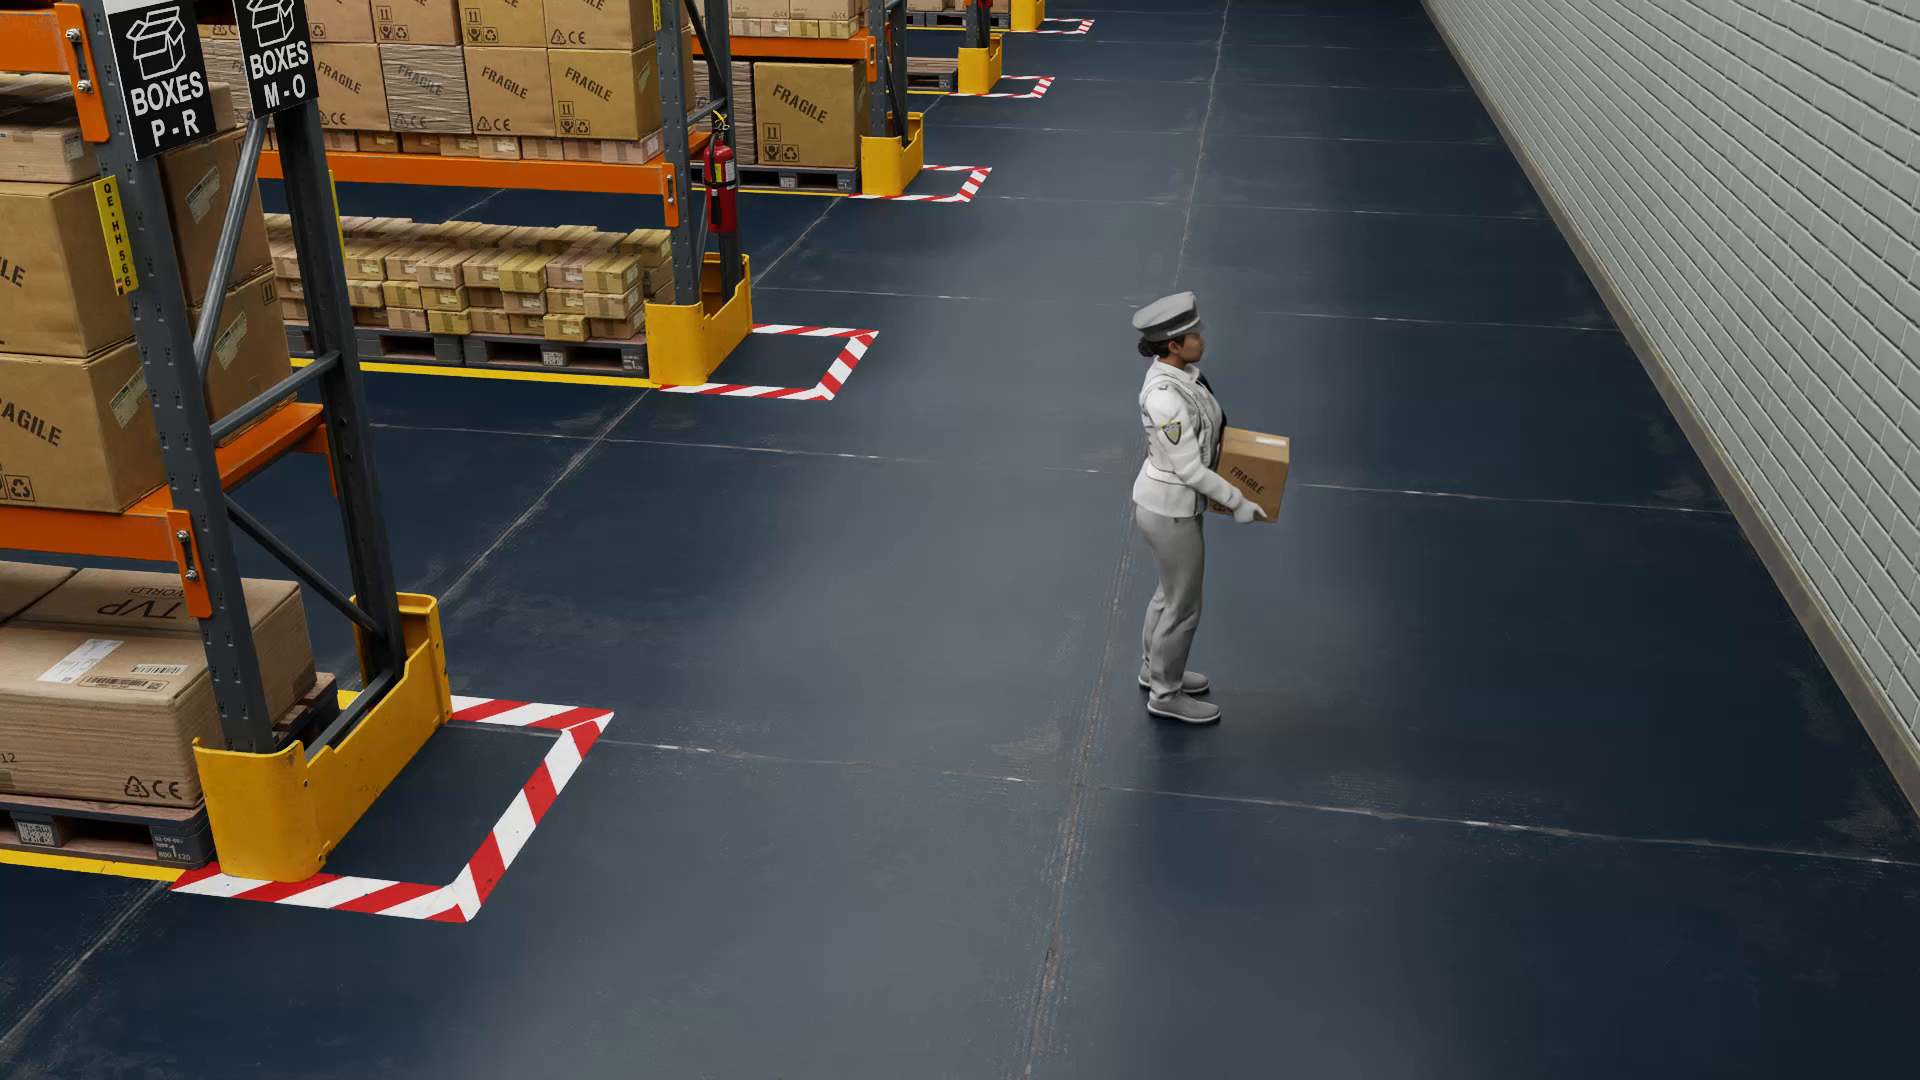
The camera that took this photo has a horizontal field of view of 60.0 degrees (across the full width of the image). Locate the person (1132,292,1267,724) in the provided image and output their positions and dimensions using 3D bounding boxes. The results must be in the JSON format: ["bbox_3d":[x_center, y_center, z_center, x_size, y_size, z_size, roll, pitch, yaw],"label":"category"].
[{"bbox_3d":[0.892,-0.112,6.321,0.540,1.689,0.460,4,25,9],"label":"person"}]
